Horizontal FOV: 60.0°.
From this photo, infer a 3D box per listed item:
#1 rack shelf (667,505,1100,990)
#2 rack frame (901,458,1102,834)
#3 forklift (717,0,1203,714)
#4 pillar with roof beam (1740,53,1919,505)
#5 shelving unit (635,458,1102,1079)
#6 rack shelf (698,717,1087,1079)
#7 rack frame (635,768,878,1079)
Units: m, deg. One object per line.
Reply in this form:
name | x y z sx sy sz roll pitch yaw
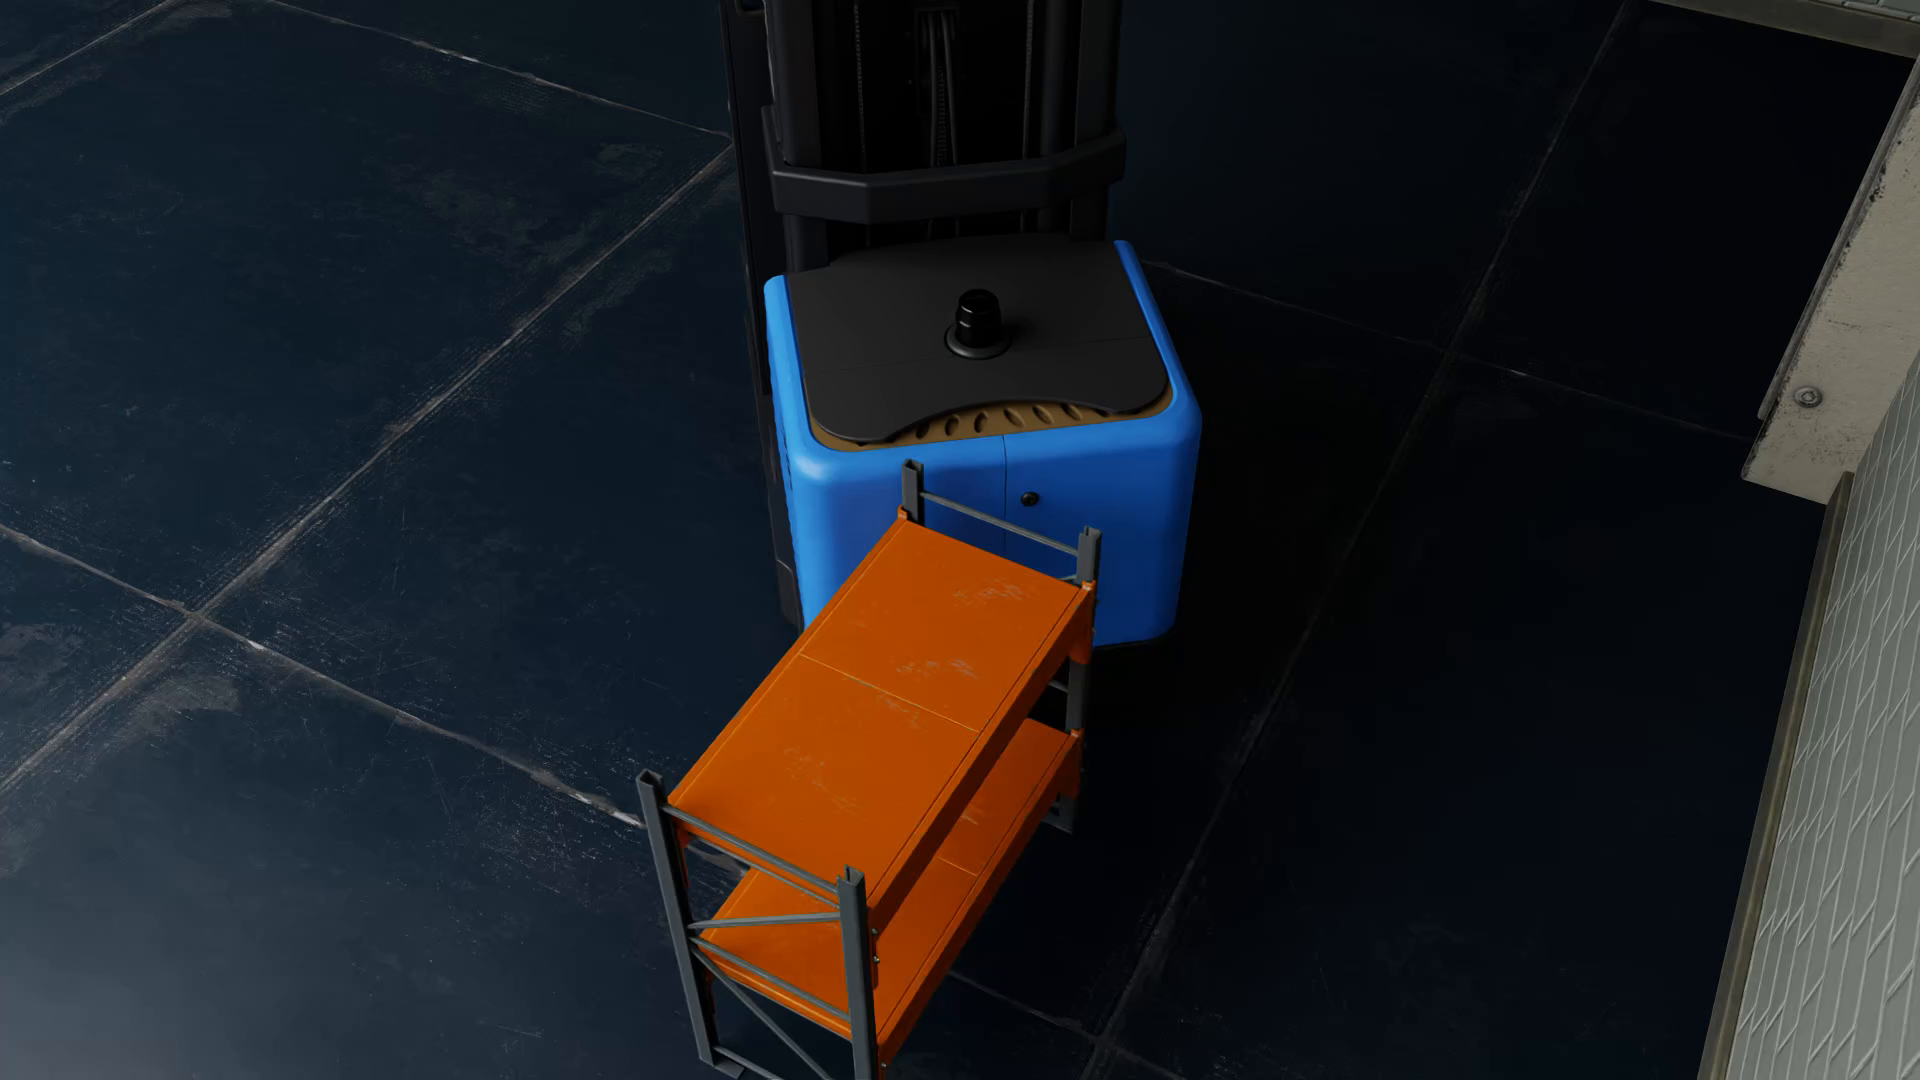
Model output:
rack shelf | -0.156 0.411 3.641 0.538 0.278 1.000 21 49 20
rack frame | 0.090 0.300 4.162 0.500 1.125 0.032 21 49 20
forklift | -0.146 -1.542 4.713 1.130 2.935 3.031 -7 46 -7
pillar with roof beam | -1.028 -4.862 3.728 9.100 9.000 0.400 20 49 19
shelving unit | -0.156 0.617 3.849 0.538 1.125 1.048 21 49 20
rack shelf | -0.156 0.789 4.023 0.538 0.278 1.000 21 49 20
rack frame | -0.401 0.933 3.537 0.500 1.125 0.032 21 49 20
